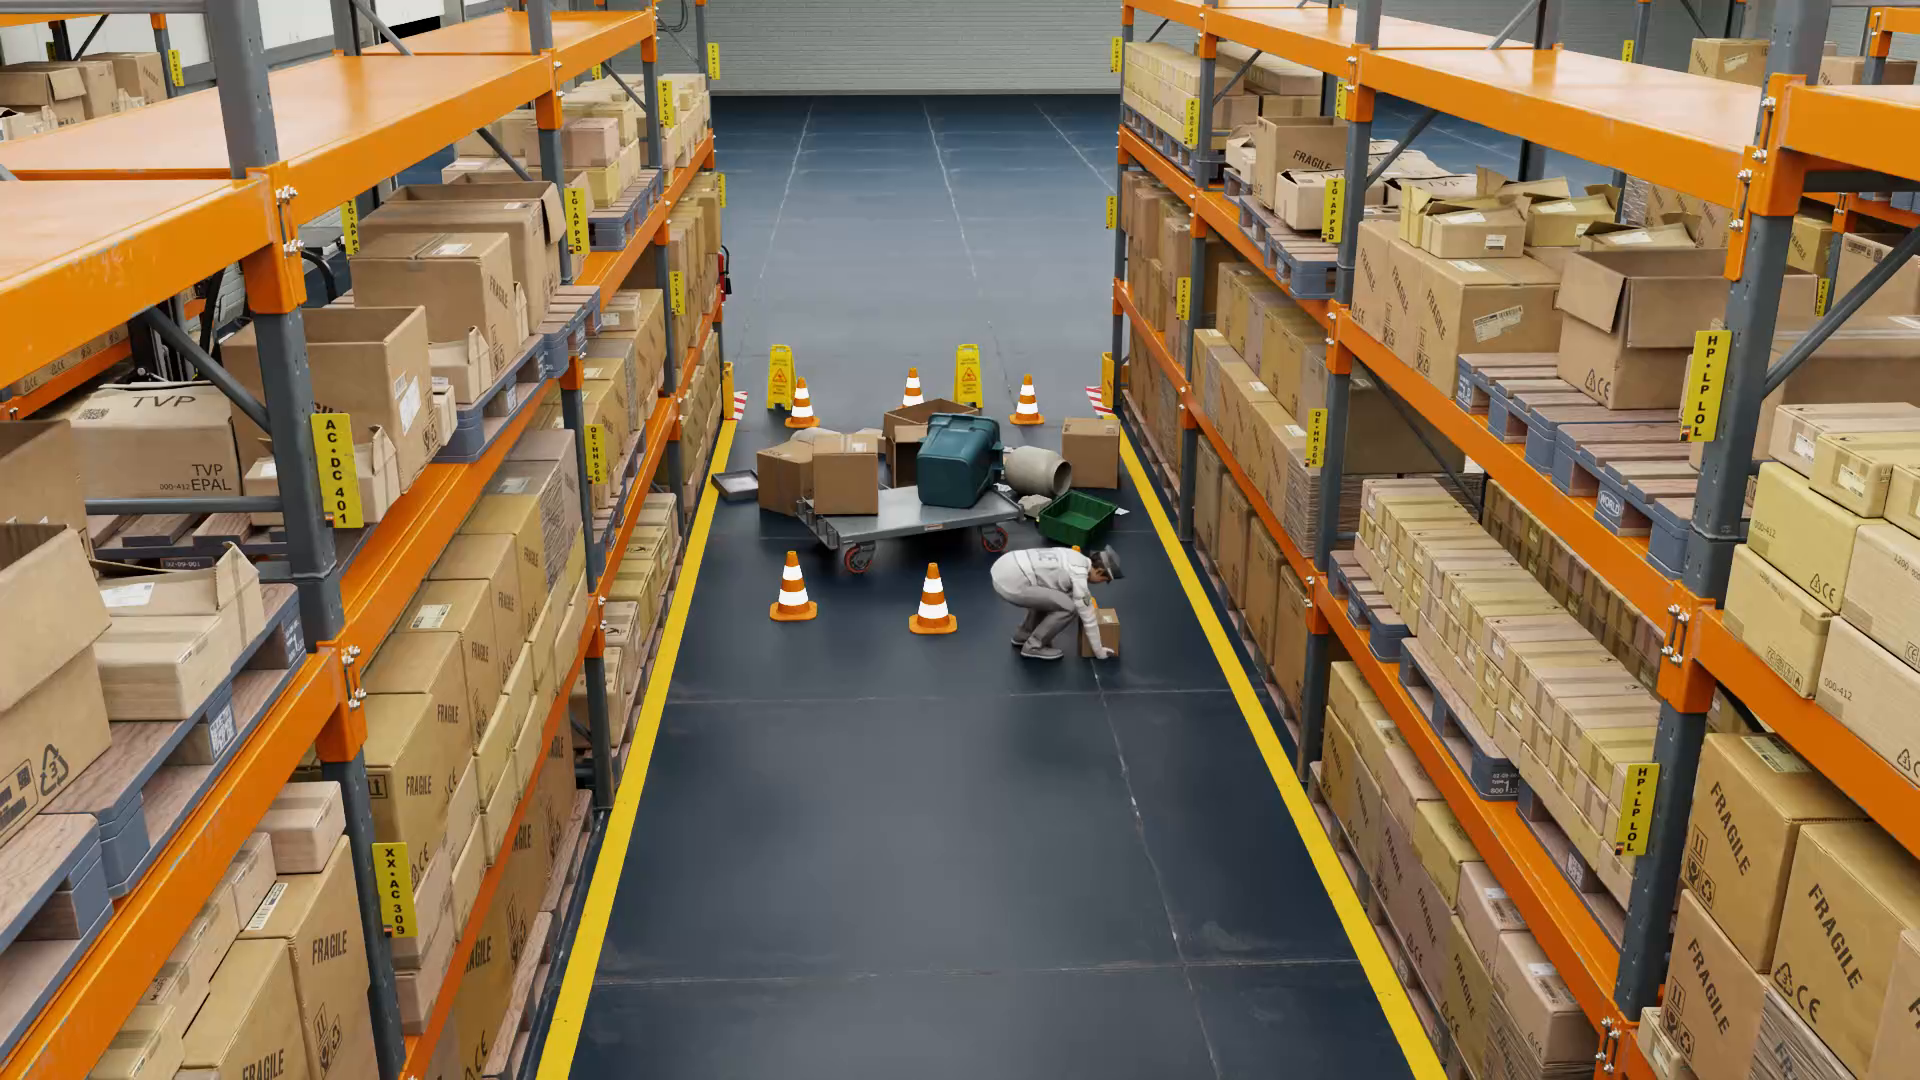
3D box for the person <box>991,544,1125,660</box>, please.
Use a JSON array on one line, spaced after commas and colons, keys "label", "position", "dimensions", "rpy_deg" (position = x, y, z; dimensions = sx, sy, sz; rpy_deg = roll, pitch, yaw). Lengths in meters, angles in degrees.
[{"label": "person", "position": [0.665, 0.414, 11.301], "dimensions": [0.915, 0.763, 0.450], "rpy_deg": [-2, 21, -4]}]
